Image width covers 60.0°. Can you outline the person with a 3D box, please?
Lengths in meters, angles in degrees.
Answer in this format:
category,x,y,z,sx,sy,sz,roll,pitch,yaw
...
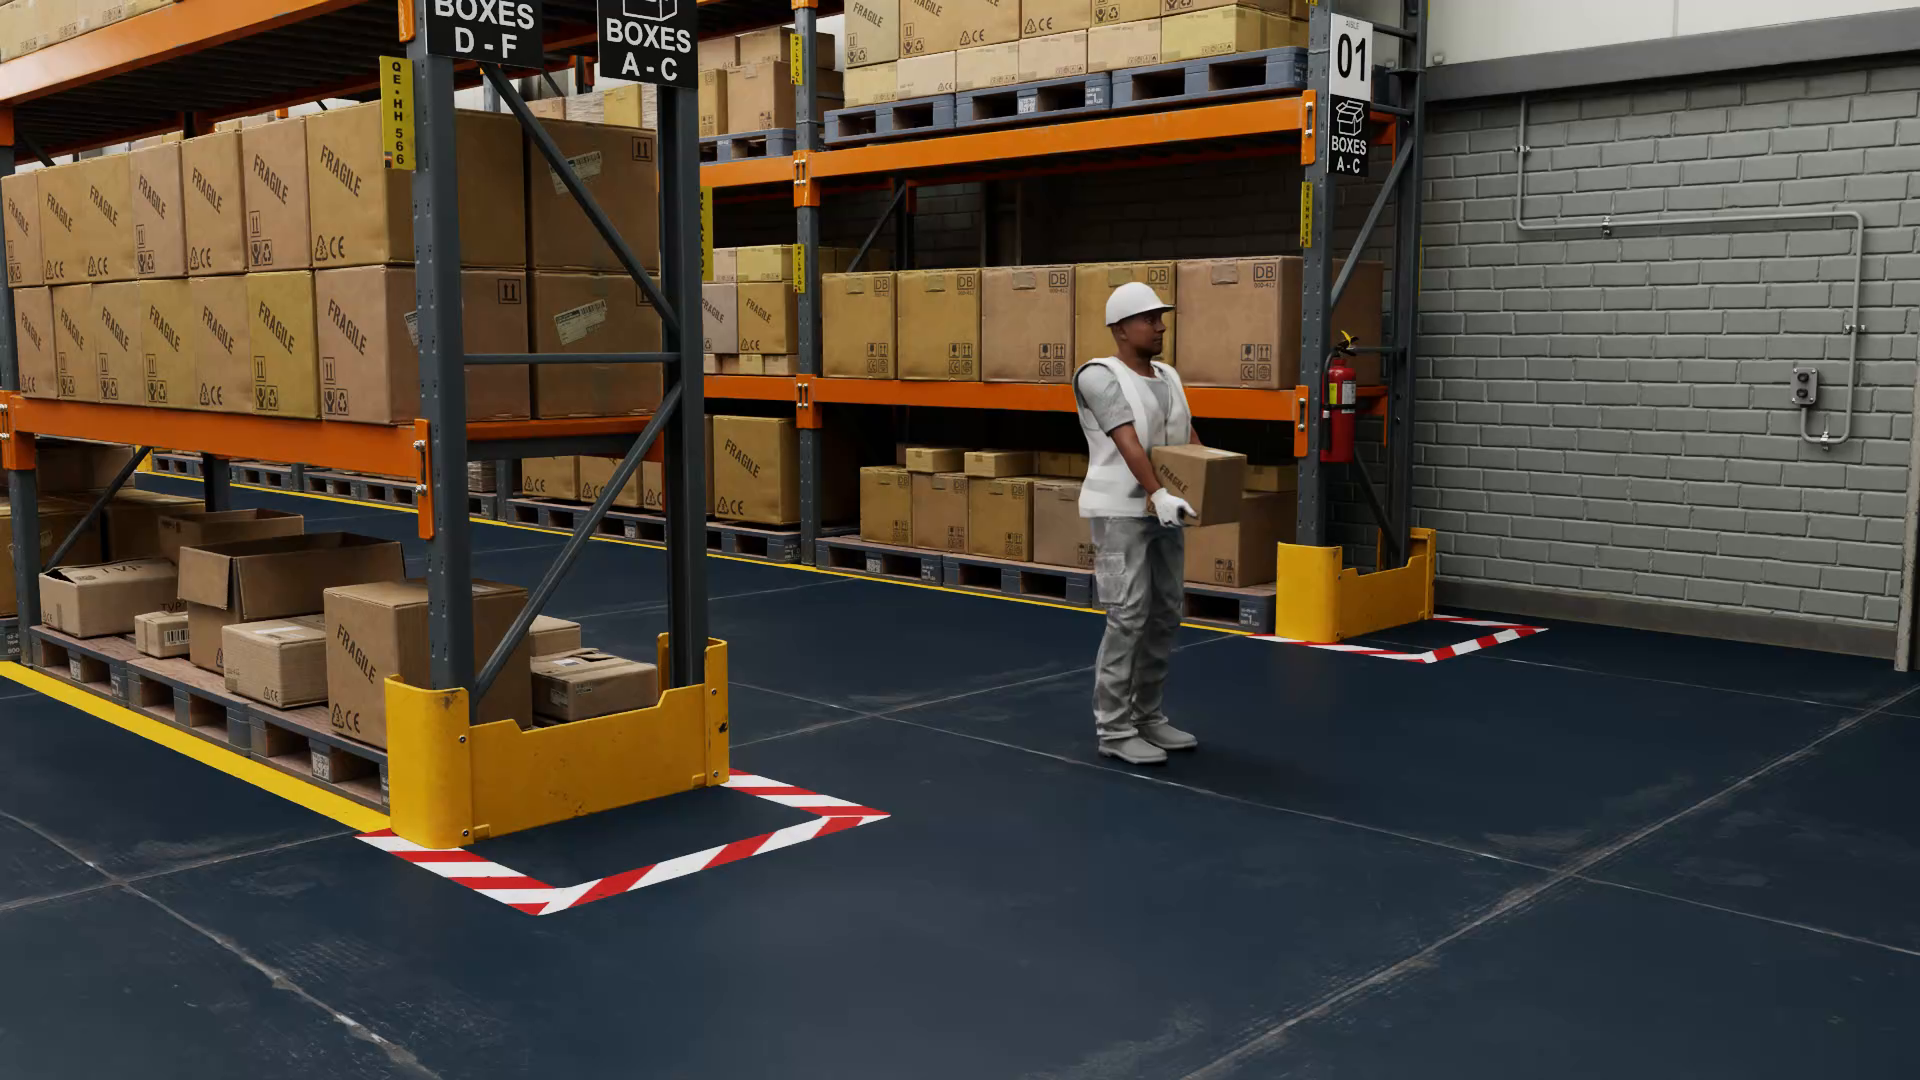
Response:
category,x,y,z,sx,sy,sz,roll,pitch,yaw
person,0.746,-0.069,6.241,0.564,1.781,0.488,7,10,44
